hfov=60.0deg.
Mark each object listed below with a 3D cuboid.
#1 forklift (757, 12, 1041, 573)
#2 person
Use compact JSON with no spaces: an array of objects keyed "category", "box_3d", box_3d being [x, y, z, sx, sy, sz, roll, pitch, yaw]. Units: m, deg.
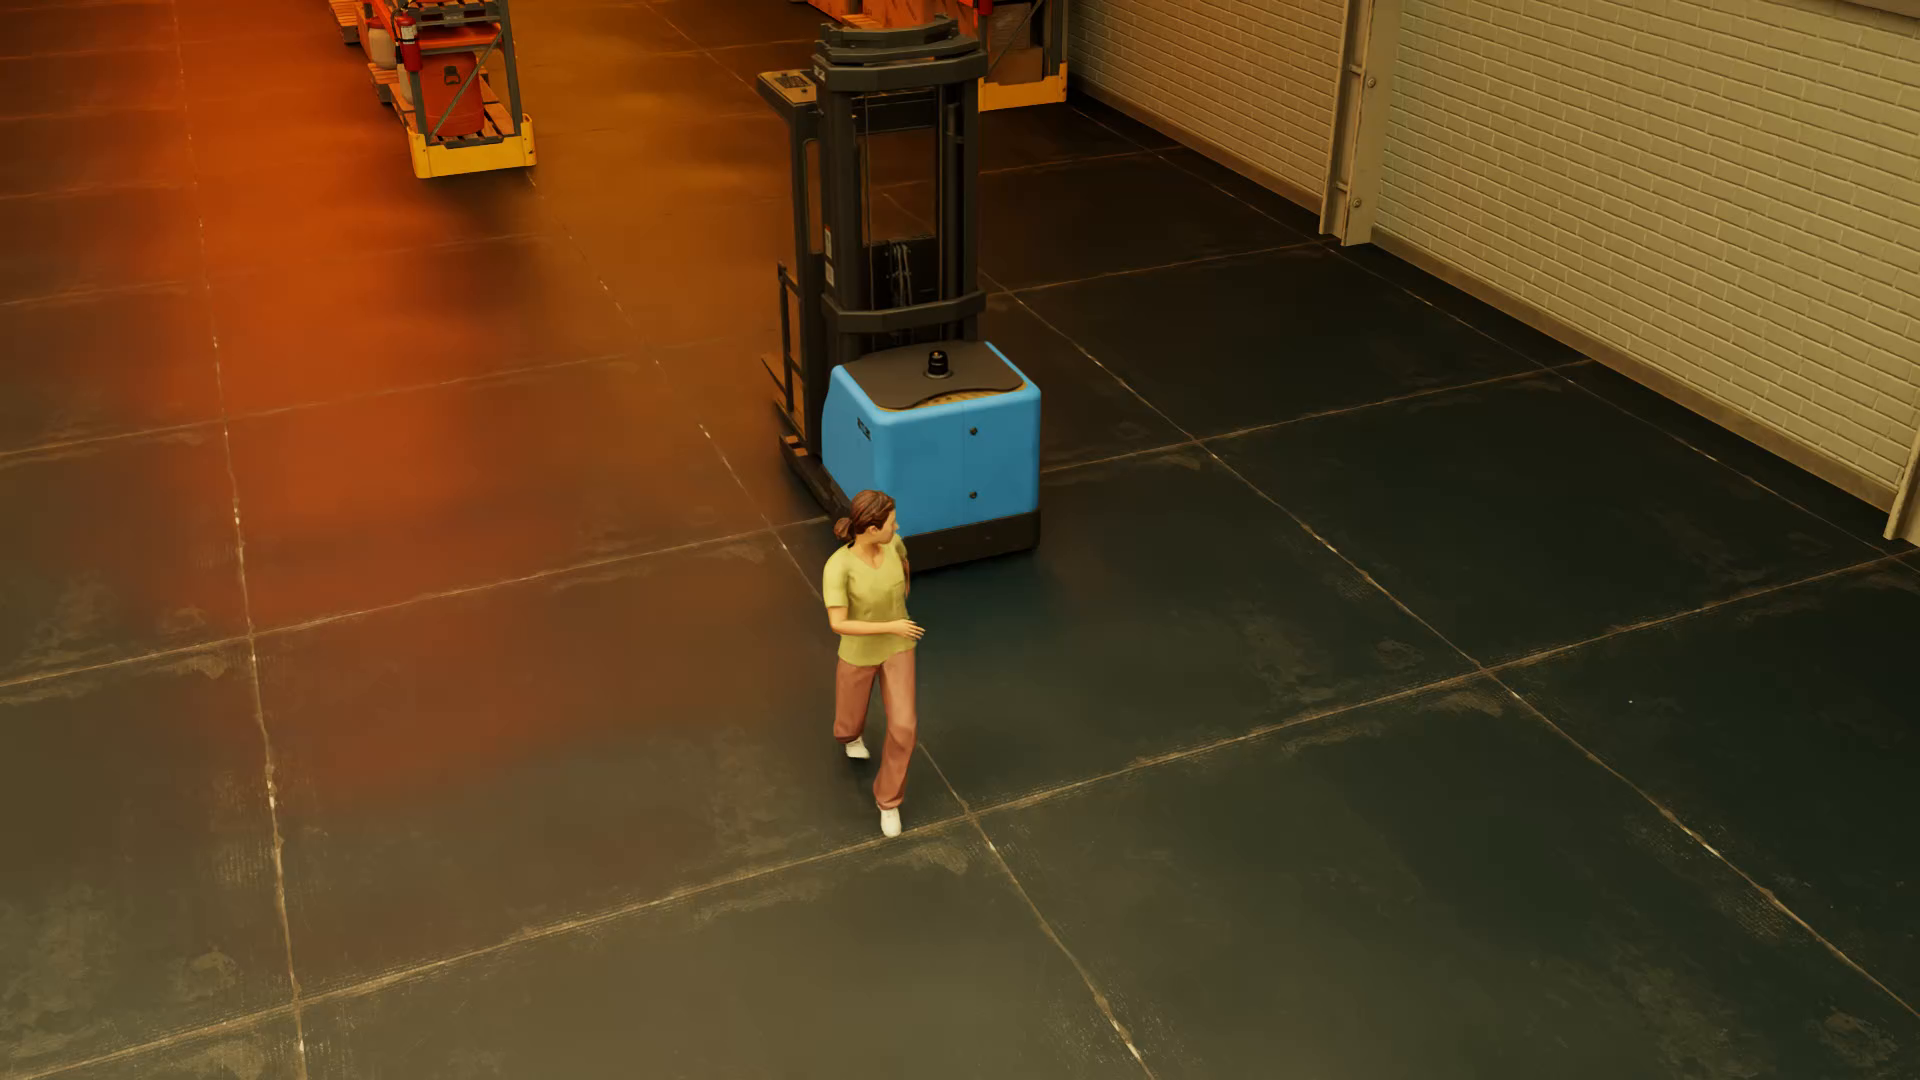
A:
[{"category":"forklift","box_3d":[-0.547,-1.779,10.230,1.130,2.935,3.031,-11,32,-19]},{"category":"person","box_3d":[-0.385,0.491,7.638,0.495,1.589,0.838,-9,31,-15]}]
